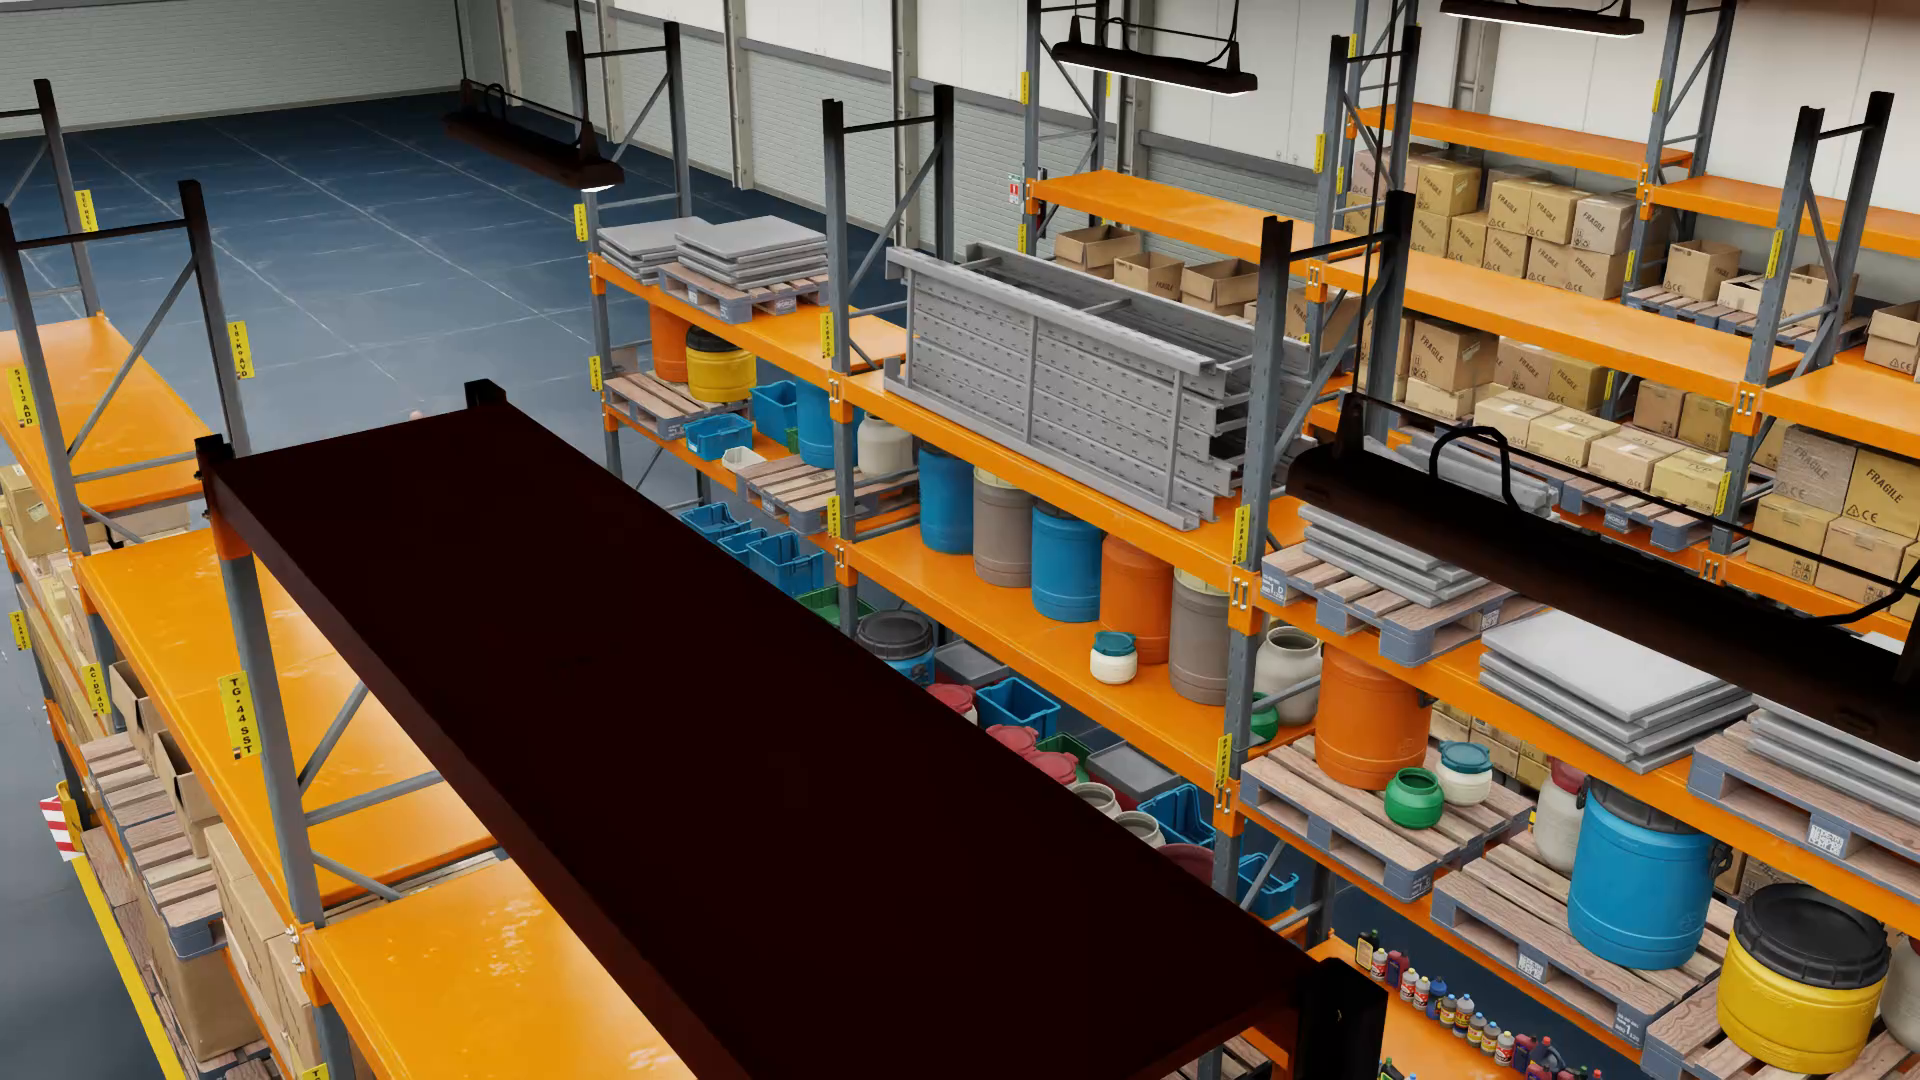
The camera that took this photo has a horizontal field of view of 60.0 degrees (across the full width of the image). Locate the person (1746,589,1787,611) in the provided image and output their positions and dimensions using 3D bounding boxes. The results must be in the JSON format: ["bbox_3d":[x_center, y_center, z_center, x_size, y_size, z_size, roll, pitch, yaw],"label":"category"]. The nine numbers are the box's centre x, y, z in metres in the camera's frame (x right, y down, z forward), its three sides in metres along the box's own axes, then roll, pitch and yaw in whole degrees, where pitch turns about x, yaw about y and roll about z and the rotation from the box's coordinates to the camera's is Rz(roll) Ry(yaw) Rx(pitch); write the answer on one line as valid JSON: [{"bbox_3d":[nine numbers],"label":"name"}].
[{"bbox_3d":[7.881,0.416,16.063,0.521,1.660,0.488,-8,26,-16],"label":"person"}]

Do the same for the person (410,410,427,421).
[{"bbox_3d":[-5.787,-0.551,18.208,0.706,1.829,0.640,-5,25,-12],"label":"person"}]
